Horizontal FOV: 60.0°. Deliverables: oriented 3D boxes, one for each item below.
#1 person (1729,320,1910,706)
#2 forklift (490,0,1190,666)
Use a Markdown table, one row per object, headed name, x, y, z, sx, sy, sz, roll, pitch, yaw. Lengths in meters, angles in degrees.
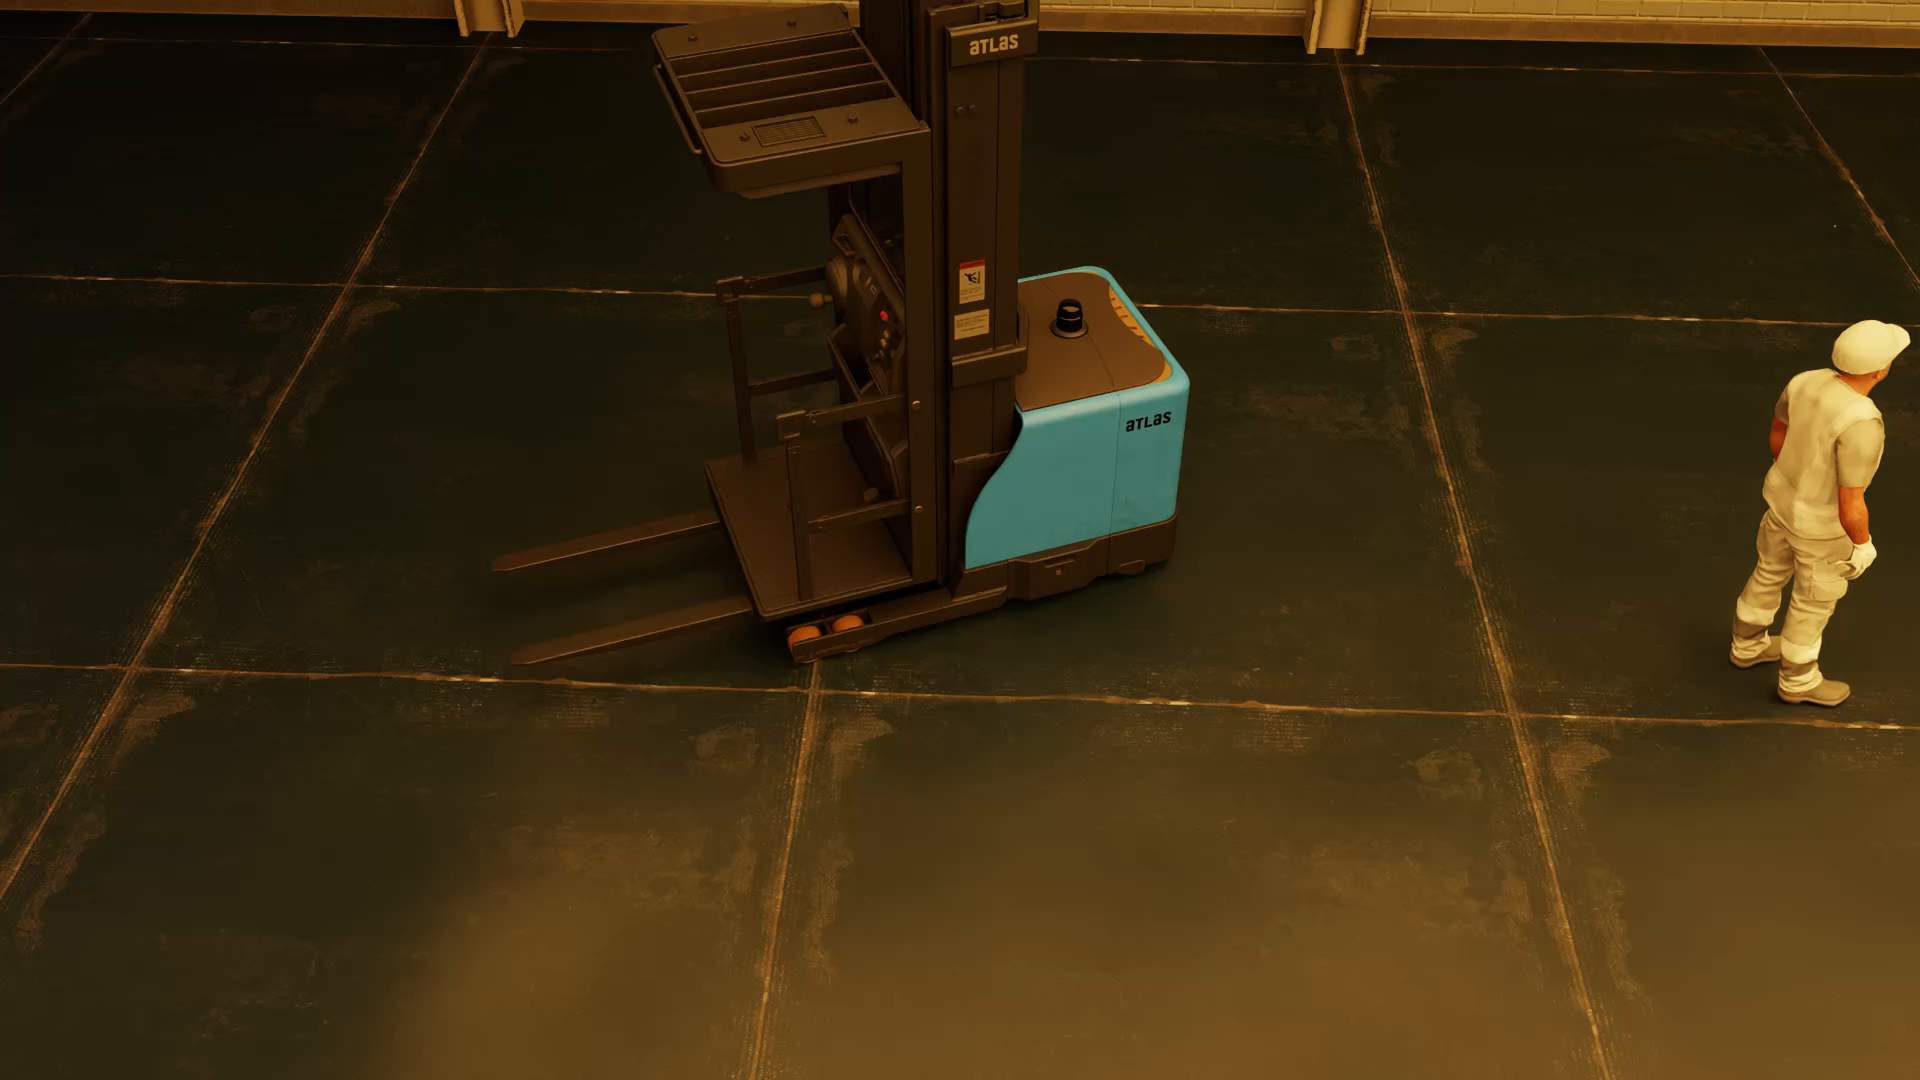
| name | x | y | z | sx | sy | sz | roll | pitch | yaw |
| --- | --- | --- | --- | --- | --- | --- | --- | --- | --- |
| person | 3.512 | -0.121 | 6.713 | 0.552 | 1.790 | 0.637 | -6 | 43 | -7 |
| forklift | -0.573 | -0.945 | 6.778 | 3.031 | 2.935 | 1.130 | -13 | 44 | -14 |
